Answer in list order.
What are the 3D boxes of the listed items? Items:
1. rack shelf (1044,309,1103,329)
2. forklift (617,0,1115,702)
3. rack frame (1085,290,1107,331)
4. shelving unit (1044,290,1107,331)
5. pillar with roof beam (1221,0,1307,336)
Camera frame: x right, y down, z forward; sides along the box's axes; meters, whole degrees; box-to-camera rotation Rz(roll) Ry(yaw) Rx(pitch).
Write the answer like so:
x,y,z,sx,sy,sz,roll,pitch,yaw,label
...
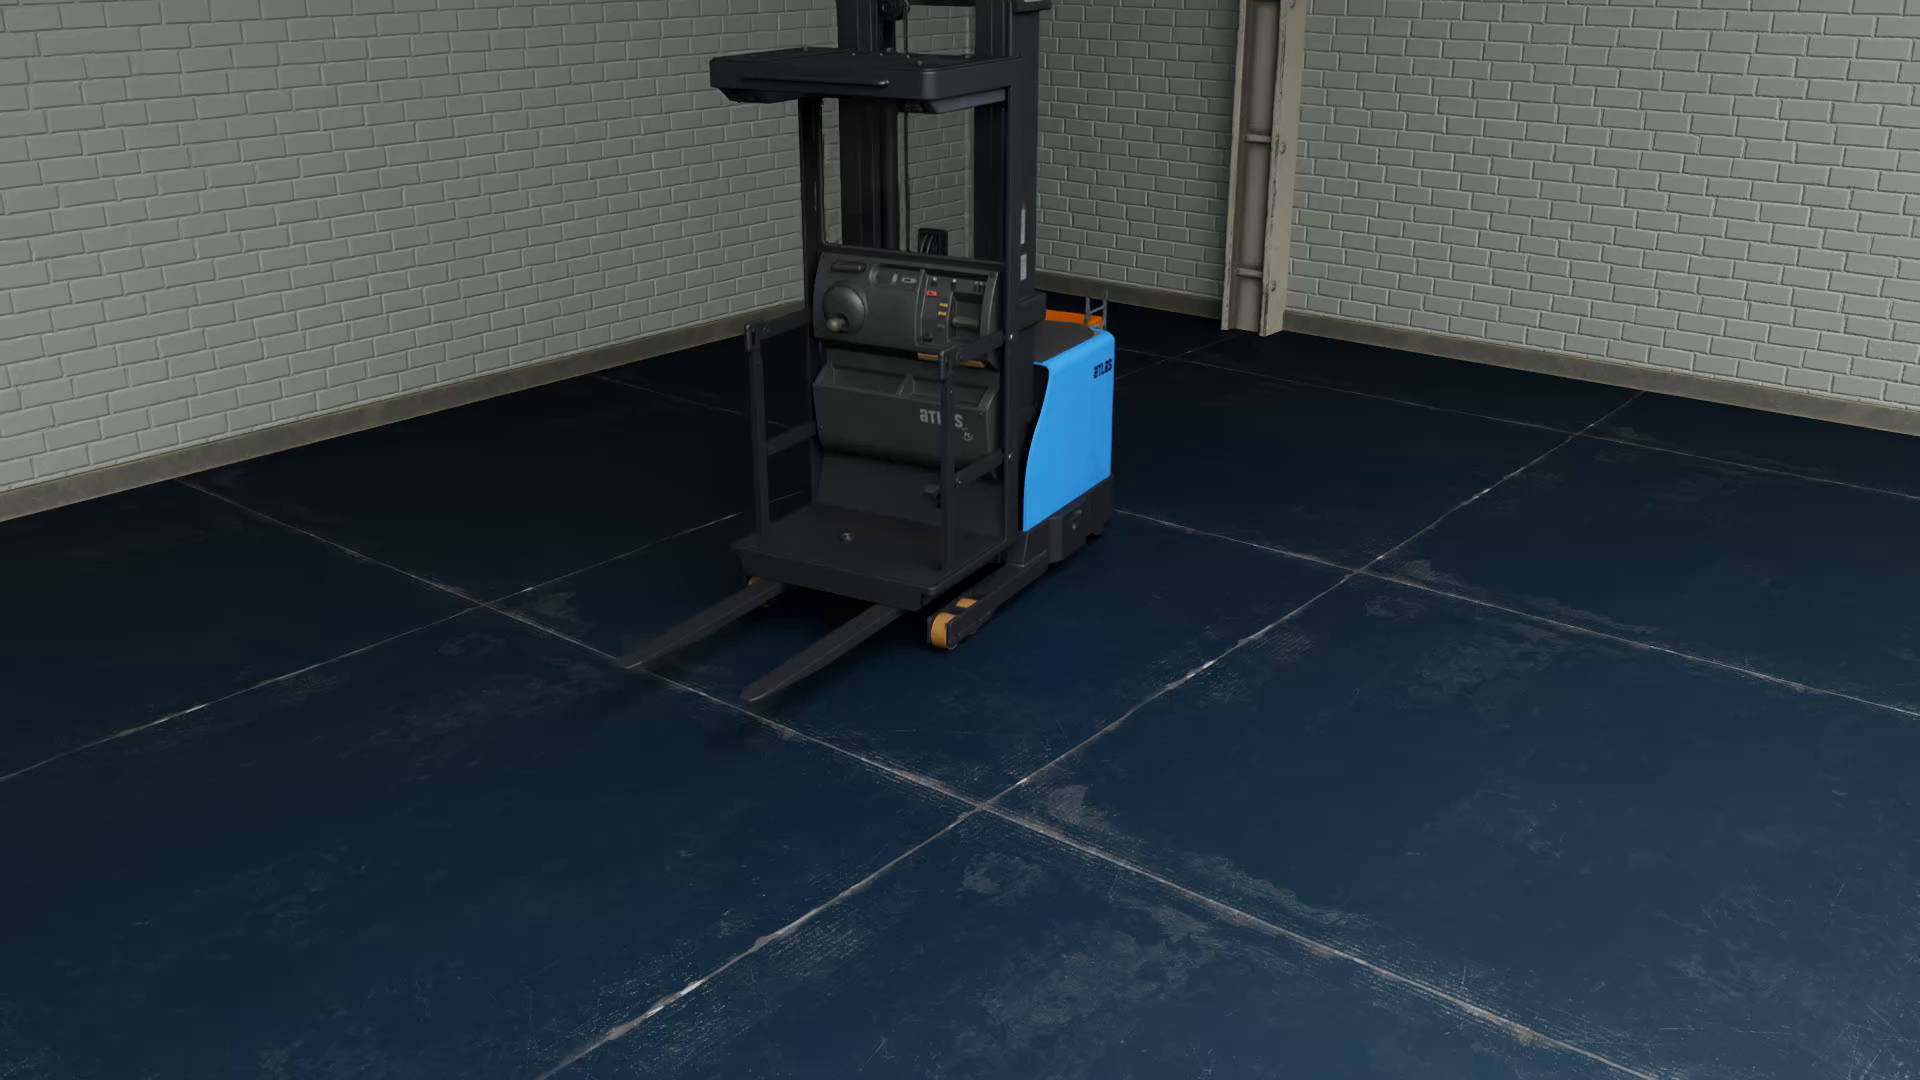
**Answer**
x,y,z,sx,sy,sz,roll,pitch,yaw,label
0.499,-1.130,8.848,0.480,0.148,0.258,11,23,27,rack shelf
-0.356,-1.066,7.342,1.130,2.935,3.031,11,23,27,forklift
0.711,-0.719,8.873,0.015,1.200,0.240,11,23,27,rack frame
0.498,-0.761,8.985,0.503,1.200,0.258,11,23,27,shelving unit
-0.427,-4.690,8.352,0.400,9.000,9.100,16,26,36,pillar with roof beam
